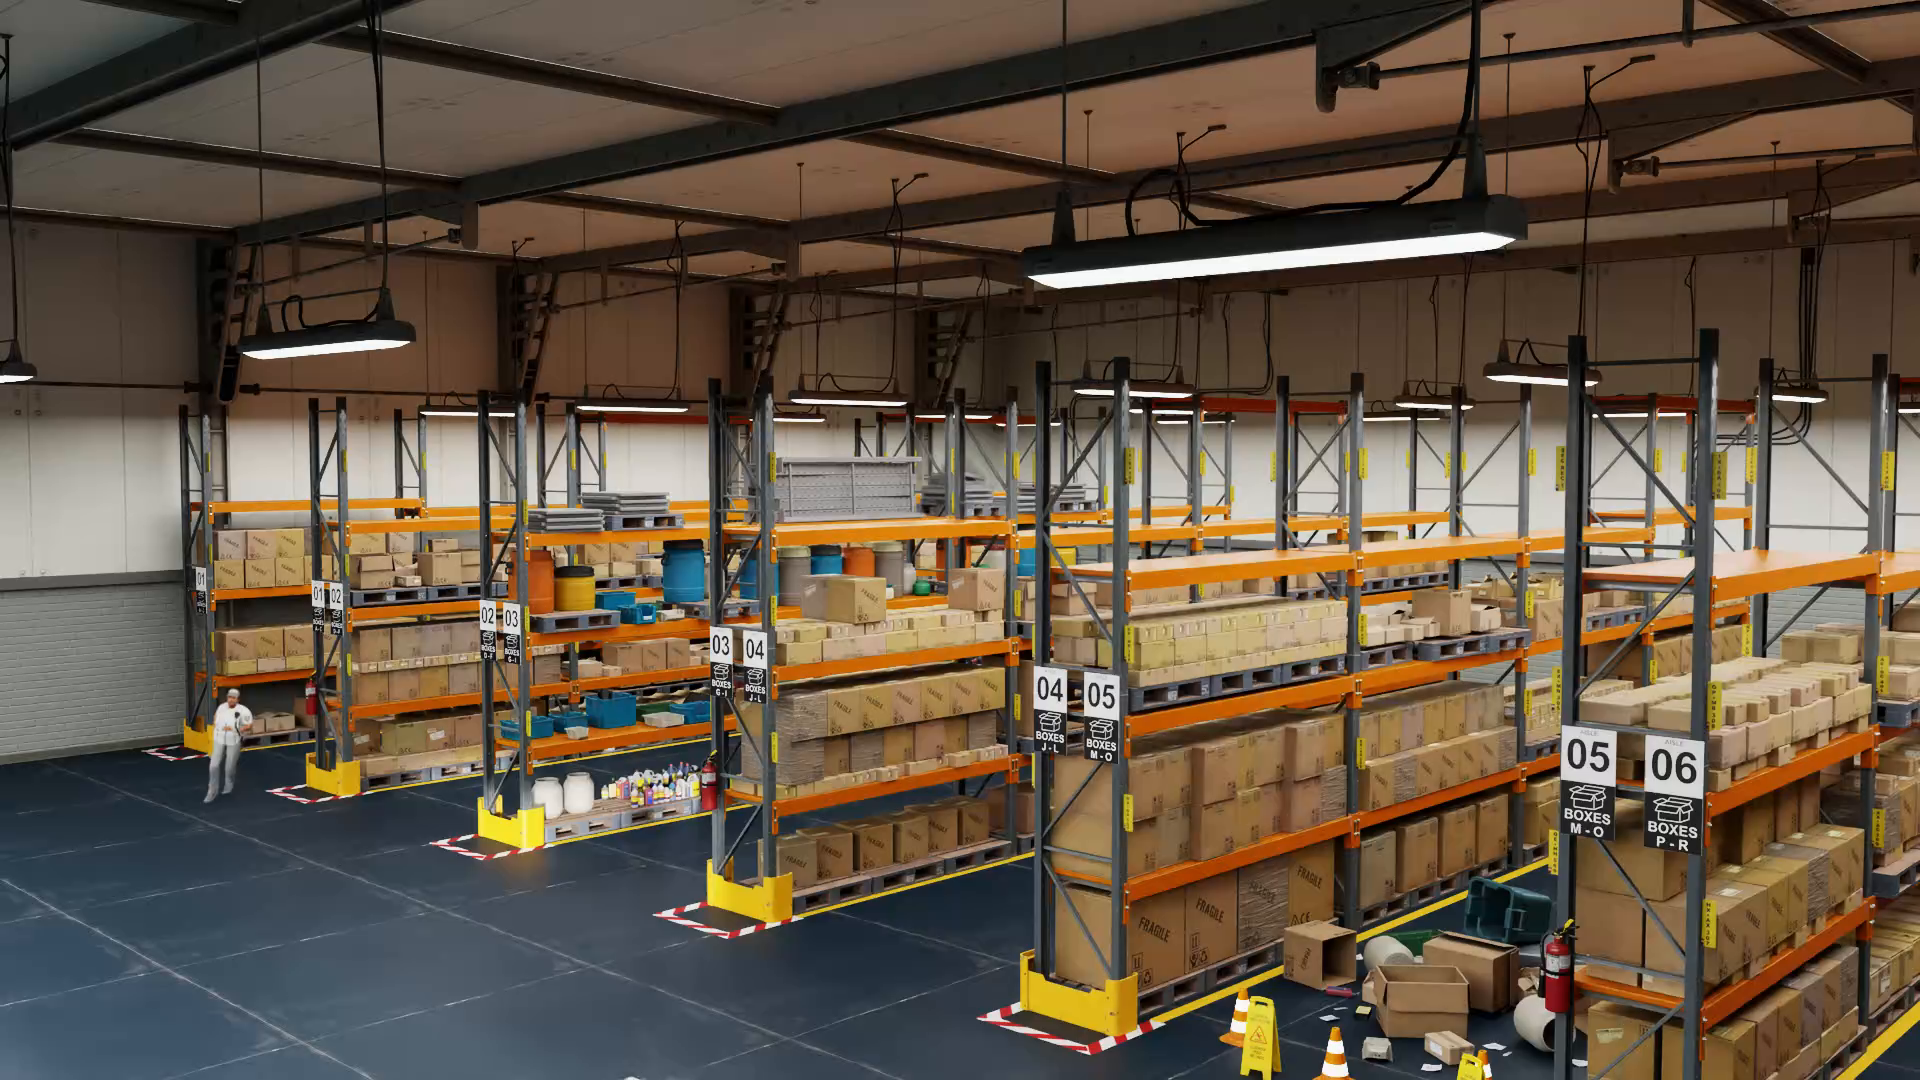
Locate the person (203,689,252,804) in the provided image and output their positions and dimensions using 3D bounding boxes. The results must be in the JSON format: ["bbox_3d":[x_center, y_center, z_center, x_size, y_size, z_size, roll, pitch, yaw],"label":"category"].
[{"bbox_3d":[-10.888,3.060,24.850,0.660,1.711,0.759,0,3,-8],"label":"person"}]
